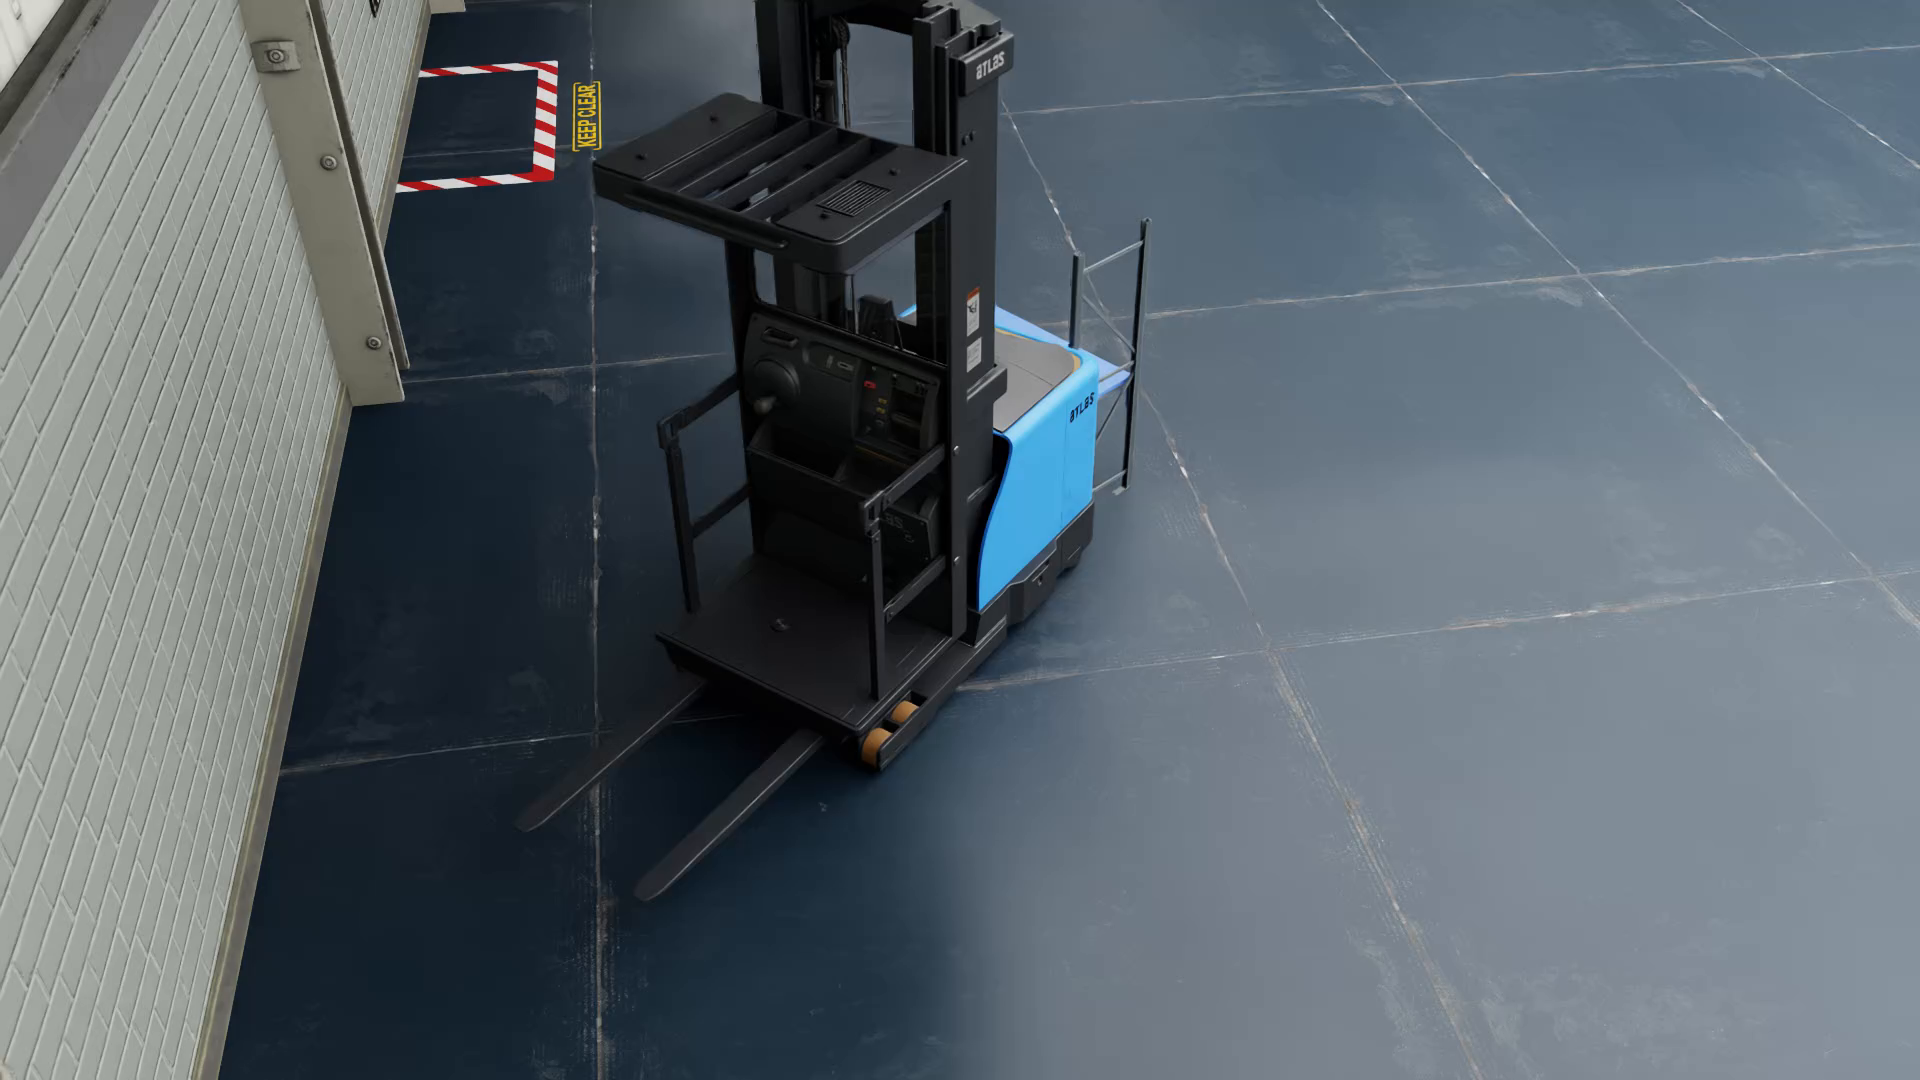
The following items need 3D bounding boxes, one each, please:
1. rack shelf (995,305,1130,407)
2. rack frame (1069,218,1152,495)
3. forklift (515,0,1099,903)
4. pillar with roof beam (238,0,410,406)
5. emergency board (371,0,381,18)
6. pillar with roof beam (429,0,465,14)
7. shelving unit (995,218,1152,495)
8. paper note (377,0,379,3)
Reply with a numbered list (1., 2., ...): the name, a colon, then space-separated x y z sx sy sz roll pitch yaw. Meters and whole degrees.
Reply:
1. rack shelf: 0.332 -0.847 8.311 0.538 0.185 1.000 -31 47 -34
2. rack frame: 0.687 -0.766 7.914 0.500 1.500 0.032 -31 47 -34
3. forklift: -0.593 -0.542 6.459 1.130 2.935 3.031 22 43 26
4. pillar with roof beam: 0.997 -4.881 7.097 9.100 9.000 0.400 -6 38 -8
5. emergency board: -3.914 -4.168 11.070 0.157 1.169 0.626 -6 38 -8
6. pillar with roof beam: -0.054 -8.505 11.762 9.100 9.000 0.400 -6 38 -8
7. shelving unit: 0.332 -0.989 8.201 0.538 1.500 1.048 -31 47 -34
8. paper note: -3.934 -3.713 11.203 0.016 0.148 0.142 -6 38 -8
